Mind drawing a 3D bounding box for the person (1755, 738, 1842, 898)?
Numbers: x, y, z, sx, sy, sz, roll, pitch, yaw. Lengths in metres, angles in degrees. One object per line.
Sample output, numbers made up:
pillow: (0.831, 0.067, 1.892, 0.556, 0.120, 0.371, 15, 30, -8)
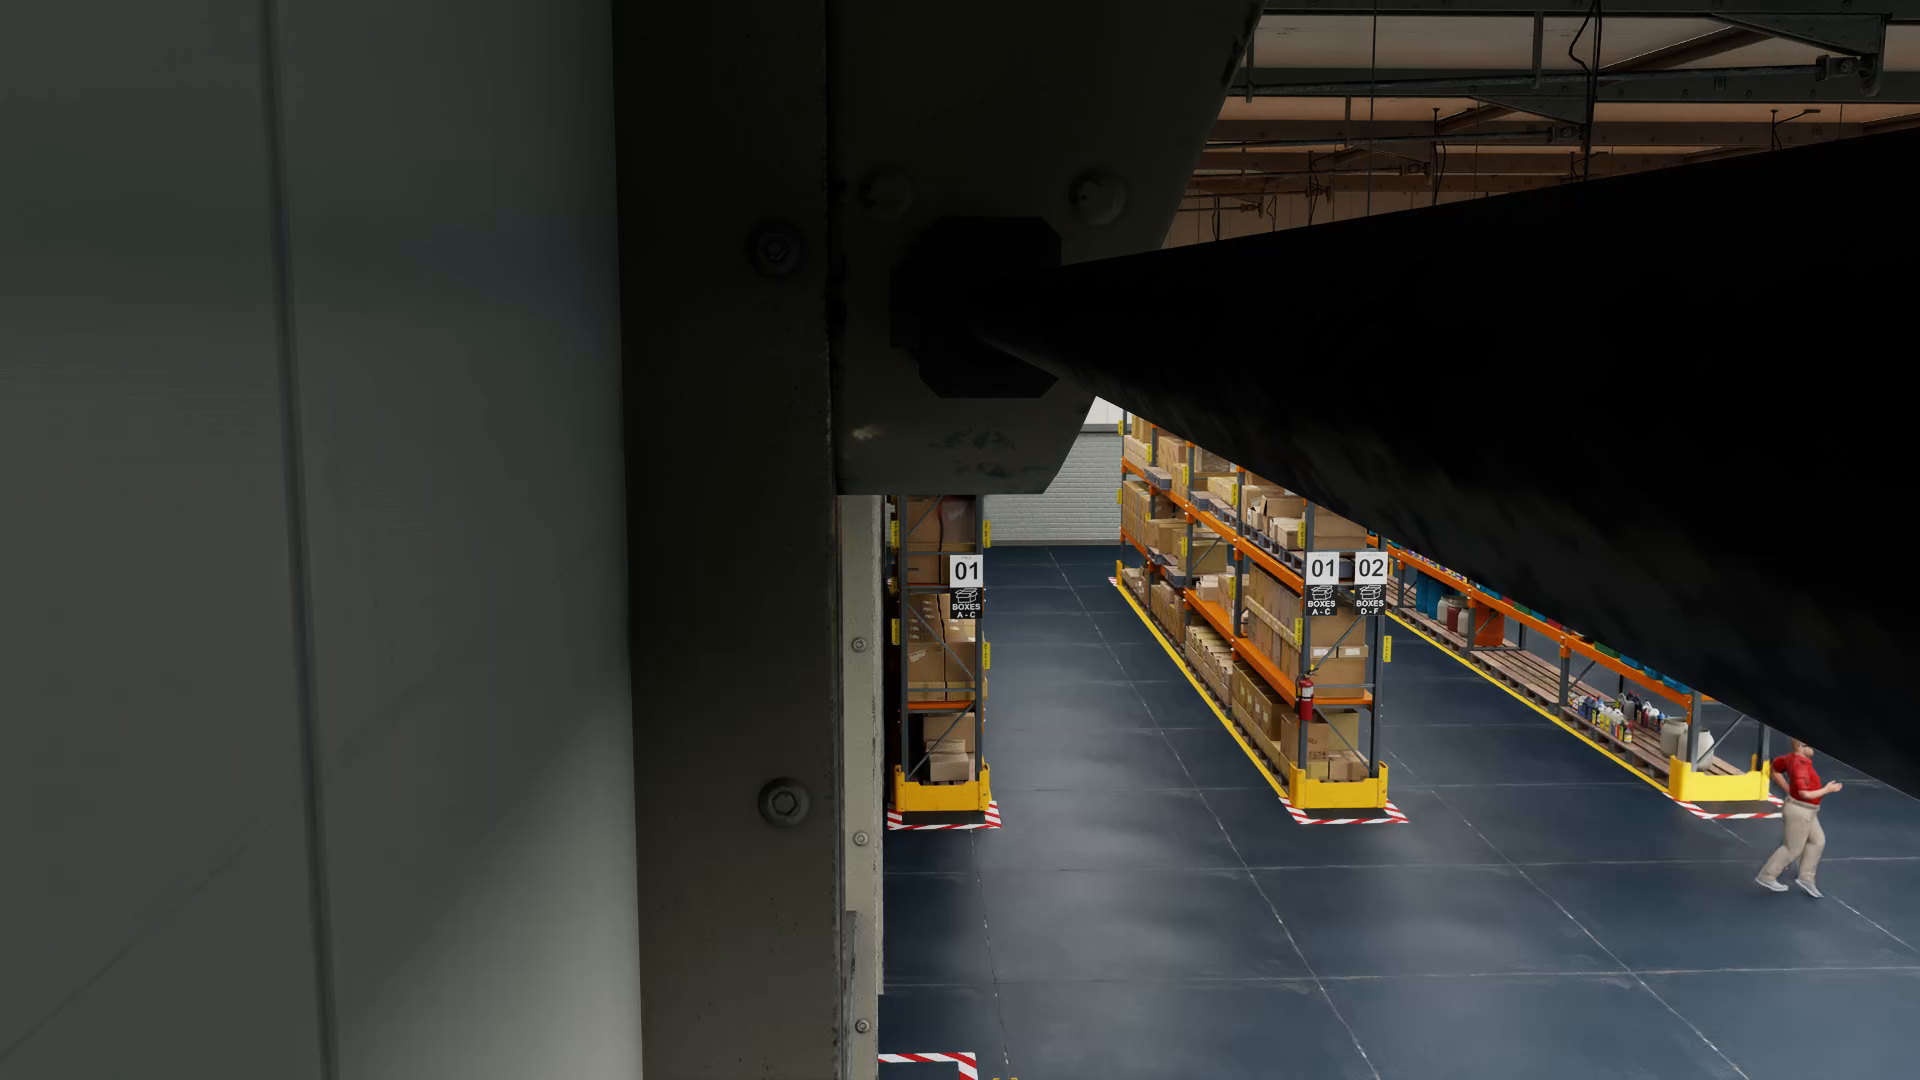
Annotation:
person: (8.832, 2.923, 17.502, 0.748, 1.796, 0.640, 4, 9, 22)
